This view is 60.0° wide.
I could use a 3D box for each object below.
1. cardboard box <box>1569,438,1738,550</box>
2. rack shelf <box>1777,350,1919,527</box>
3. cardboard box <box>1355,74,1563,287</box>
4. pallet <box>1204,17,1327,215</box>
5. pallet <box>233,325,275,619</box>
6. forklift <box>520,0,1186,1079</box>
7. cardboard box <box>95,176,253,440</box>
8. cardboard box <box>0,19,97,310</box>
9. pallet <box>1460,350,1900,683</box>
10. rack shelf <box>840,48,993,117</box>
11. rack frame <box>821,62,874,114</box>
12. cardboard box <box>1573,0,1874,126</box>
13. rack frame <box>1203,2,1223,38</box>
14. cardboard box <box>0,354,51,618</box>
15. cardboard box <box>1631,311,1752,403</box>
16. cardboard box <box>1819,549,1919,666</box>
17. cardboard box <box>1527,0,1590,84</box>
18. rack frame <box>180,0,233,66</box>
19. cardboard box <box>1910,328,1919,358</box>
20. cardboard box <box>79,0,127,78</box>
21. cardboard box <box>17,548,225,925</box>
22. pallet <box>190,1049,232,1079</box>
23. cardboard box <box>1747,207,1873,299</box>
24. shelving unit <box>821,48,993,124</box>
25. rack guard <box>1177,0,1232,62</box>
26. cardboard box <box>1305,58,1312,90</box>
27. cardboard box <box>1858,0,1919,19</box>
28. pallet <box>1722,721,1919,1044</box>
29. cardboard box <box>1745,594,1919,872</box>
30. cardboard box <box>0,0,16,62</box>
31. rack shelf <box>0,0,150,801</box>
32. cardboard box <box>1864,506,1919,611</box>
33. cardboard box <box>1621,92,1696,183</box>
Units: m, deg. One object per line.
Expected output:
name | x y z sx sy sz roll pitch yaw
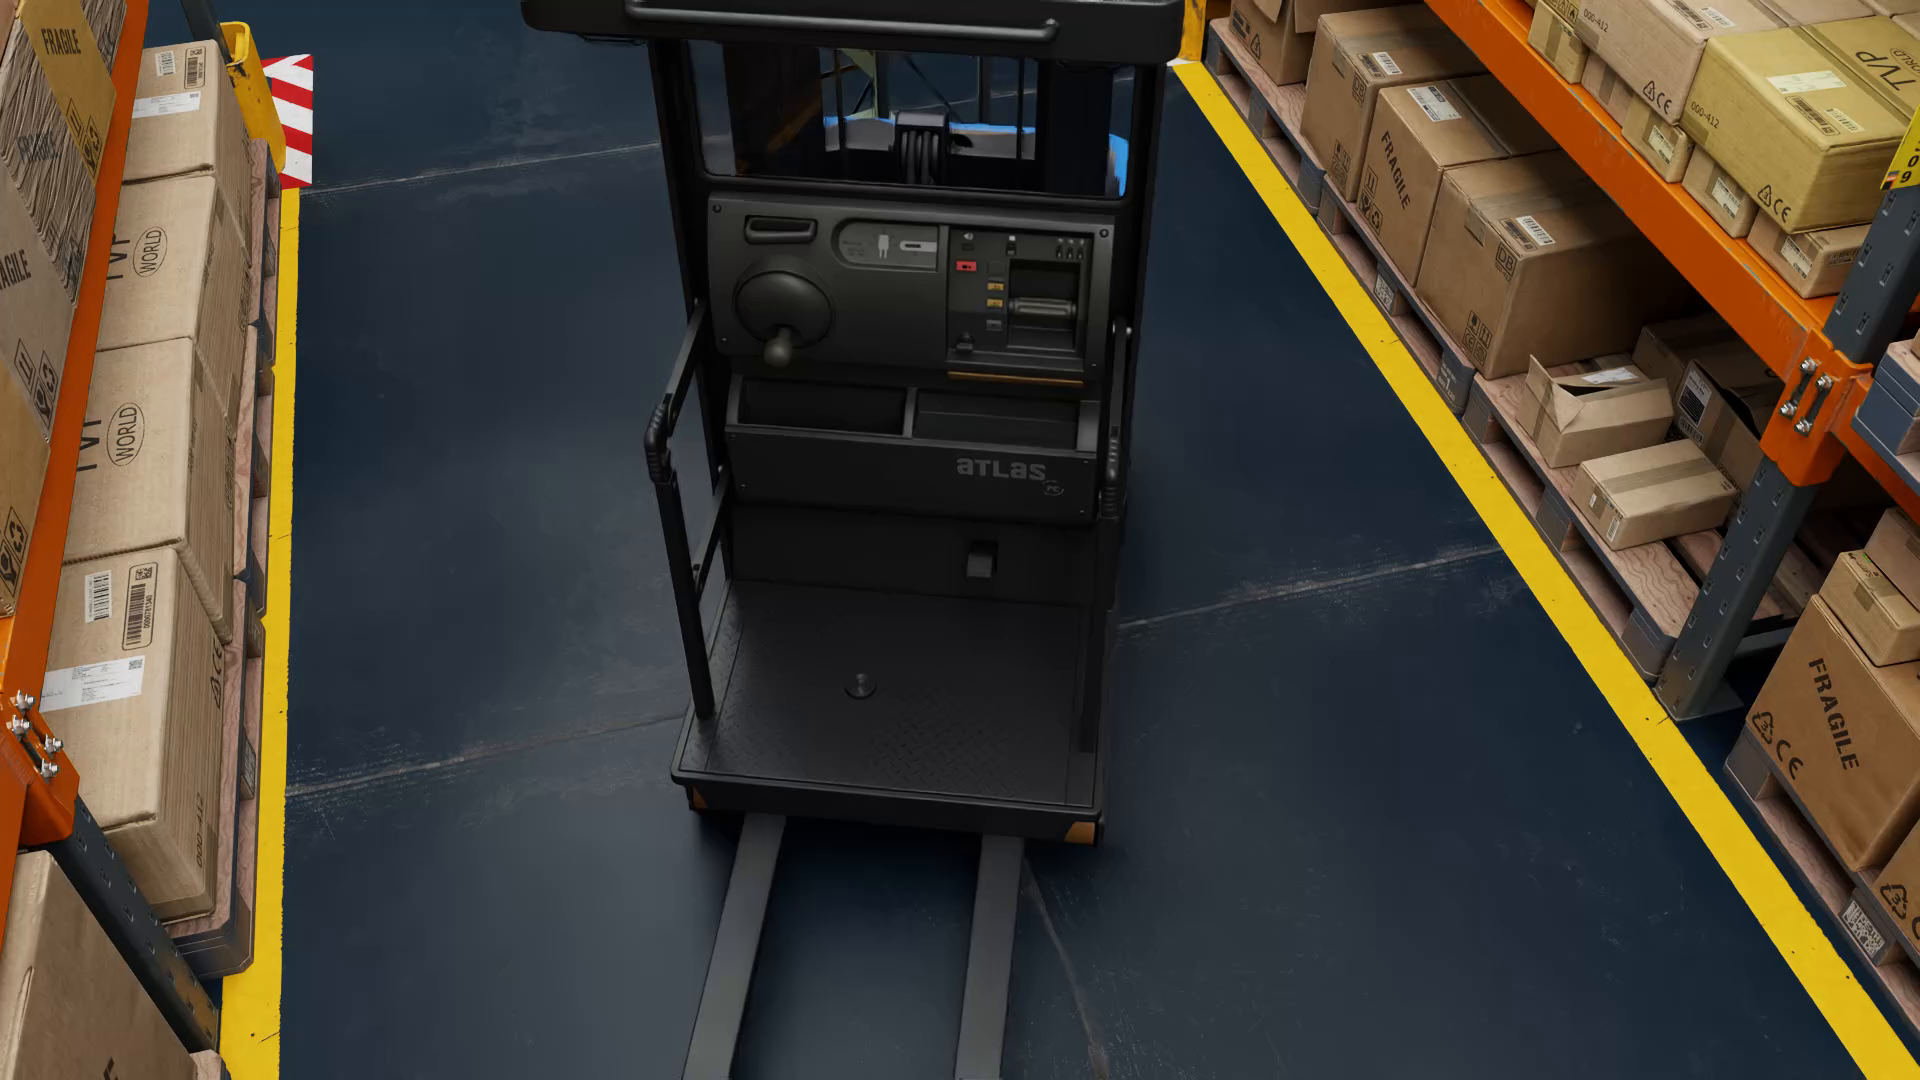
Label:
cardboard box | 2.076 -0.139 4.988 0.380 0.149 0.250 -12 47 -12
rack shelf | 3.014 0.974 2.699 1.077 0.370 4.000 -11 47 -10
cardboard box | 1.763 -1.272 5.853 0.500 0.500 0.500 -10 46 -10
pallet | 1.703 -1.842 6.907 1.003 0.211 1.213 -11 47 -10
pallet | -2.730 -0.156 5.255 1.003 0.211 1.213 -11 47 -10
forklift | -0.140 -0.480 3.668 1.130 2.935 3.031 5 46 4
cardboard box | -2.811 -0.693 5.329 0.875 0.438 0.875 -10 46 -9
cardboard box | -2.408 -0.848 3.911 0.500 0.500 0.500 -10 47 -10
pallet | 2.327 -0.157 5.256 1.003 0.211 1.213 -11 47 -10
rack shelf | -0.265 -1.672 5.292 0.431 0.370 0.720 -23 50 -21
rack frame | -0.455 -1.622 5.790 0.400 1.500 0.023 -23 50 -21
cardboard box | 1.993 -1.361 4.380 0.500 0.250 0.500 -11 47 -10
rack frame | 1.478 -3.421 6.502 1.000 3.000 0.127 -11 47 -10
cardboard box | -2.162 -0.156 3.232 0.500 0.500 0.500 -9 46 -9
cardboard box | 2.450 -0.607 5.447 0.380 0.149 0.250 -11 47 -11
cardboard box | 2.337 0.138 4.016 0.380 0.149 0.250 -9 46 -8
cardboard box | 1.865 -1.453 4.750 0.380 0.149 0.250 -11 47 -11
rack frame | -3.319 -2.510 5.610 1.000 3.000 0.127 -11 47 -10
cardboard box | 2.410 -0.466 3.242 0.700 0.500 0.500 -10 46 -9
cardboard box | -2.685 -1.558 4.607 0.500 0.500 0.500 -9 46 -9
cardboard box | -2.352 0.548 4.113 0.875 0.438 0.875 -11 47 -11
pallet | -2.025 1.746 3.391 1.003 0.211 1.213 -11 47 -10
cardboard box | 2.176 -0.745 4.056 0.380 0.149 0.250 -10 46 -10
shelving unit | -0.265 -1.399 5.571 0.431 1.500 0.755 -23 50 -21
rack guard | 1.498 -2.493 7.343 1.175 0.500 0.348 -11 47 -10
cardboard box | 1.614 -1.830 6.645 0.380 0.149 0.250 -12 47 -12
cardboard box | 2.501 -1.447 4.464 0.500 0.250 0.500 -11 47 -11
pallet | 2.747 0.872 4.248 1.003 0.211 1.213 -11 47 -10
cardboard box | 2.408 0.444 4.171 0.500 0.500 0.500 -9 46 -9
cardboard box | -2.426 -1.212 3.568 0.500 0.500 0.500 -10 46 -10
rack shelf | -2.807 -0.878 4.514 1.077 0.370 4.000 -11 47 -10
cardboard box | 2.395 0.023 3.921 0.380 0.149 0.250 -11 47 -11
cardboard box | 1.999 -1.096 4.400 0.380 0.149 0.250 -10 46 -9
